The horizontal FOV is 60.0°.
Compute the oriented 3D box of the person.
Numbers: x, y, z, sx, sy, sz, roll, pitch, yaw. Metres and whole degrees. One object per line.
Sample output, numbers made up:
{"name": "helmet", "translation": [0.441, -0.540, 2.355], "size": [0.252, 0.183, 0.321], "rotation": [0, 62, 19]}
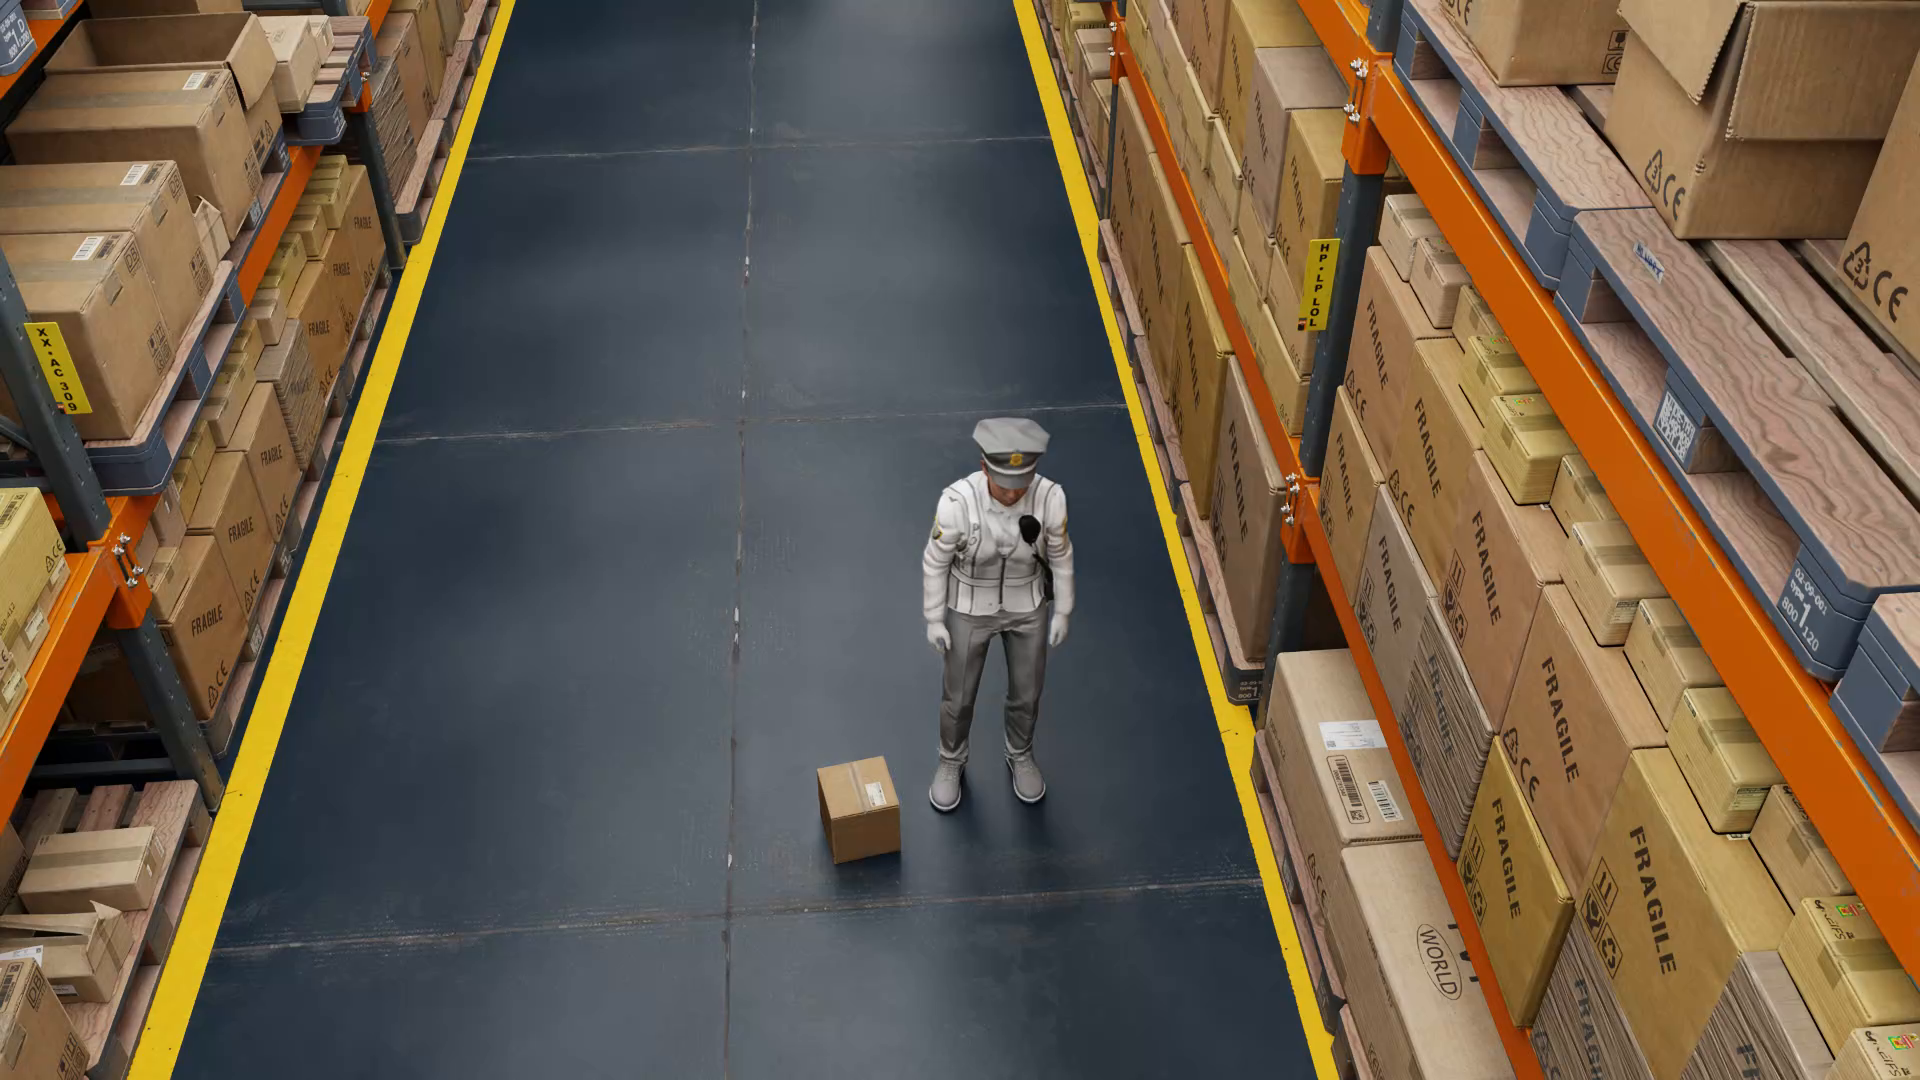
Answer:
{"name": "person", "translation": [0.138, 0.269, 5.823], "size": [0.530, 1.663, 0.347], "rotation": [-3, 39, -4]}
